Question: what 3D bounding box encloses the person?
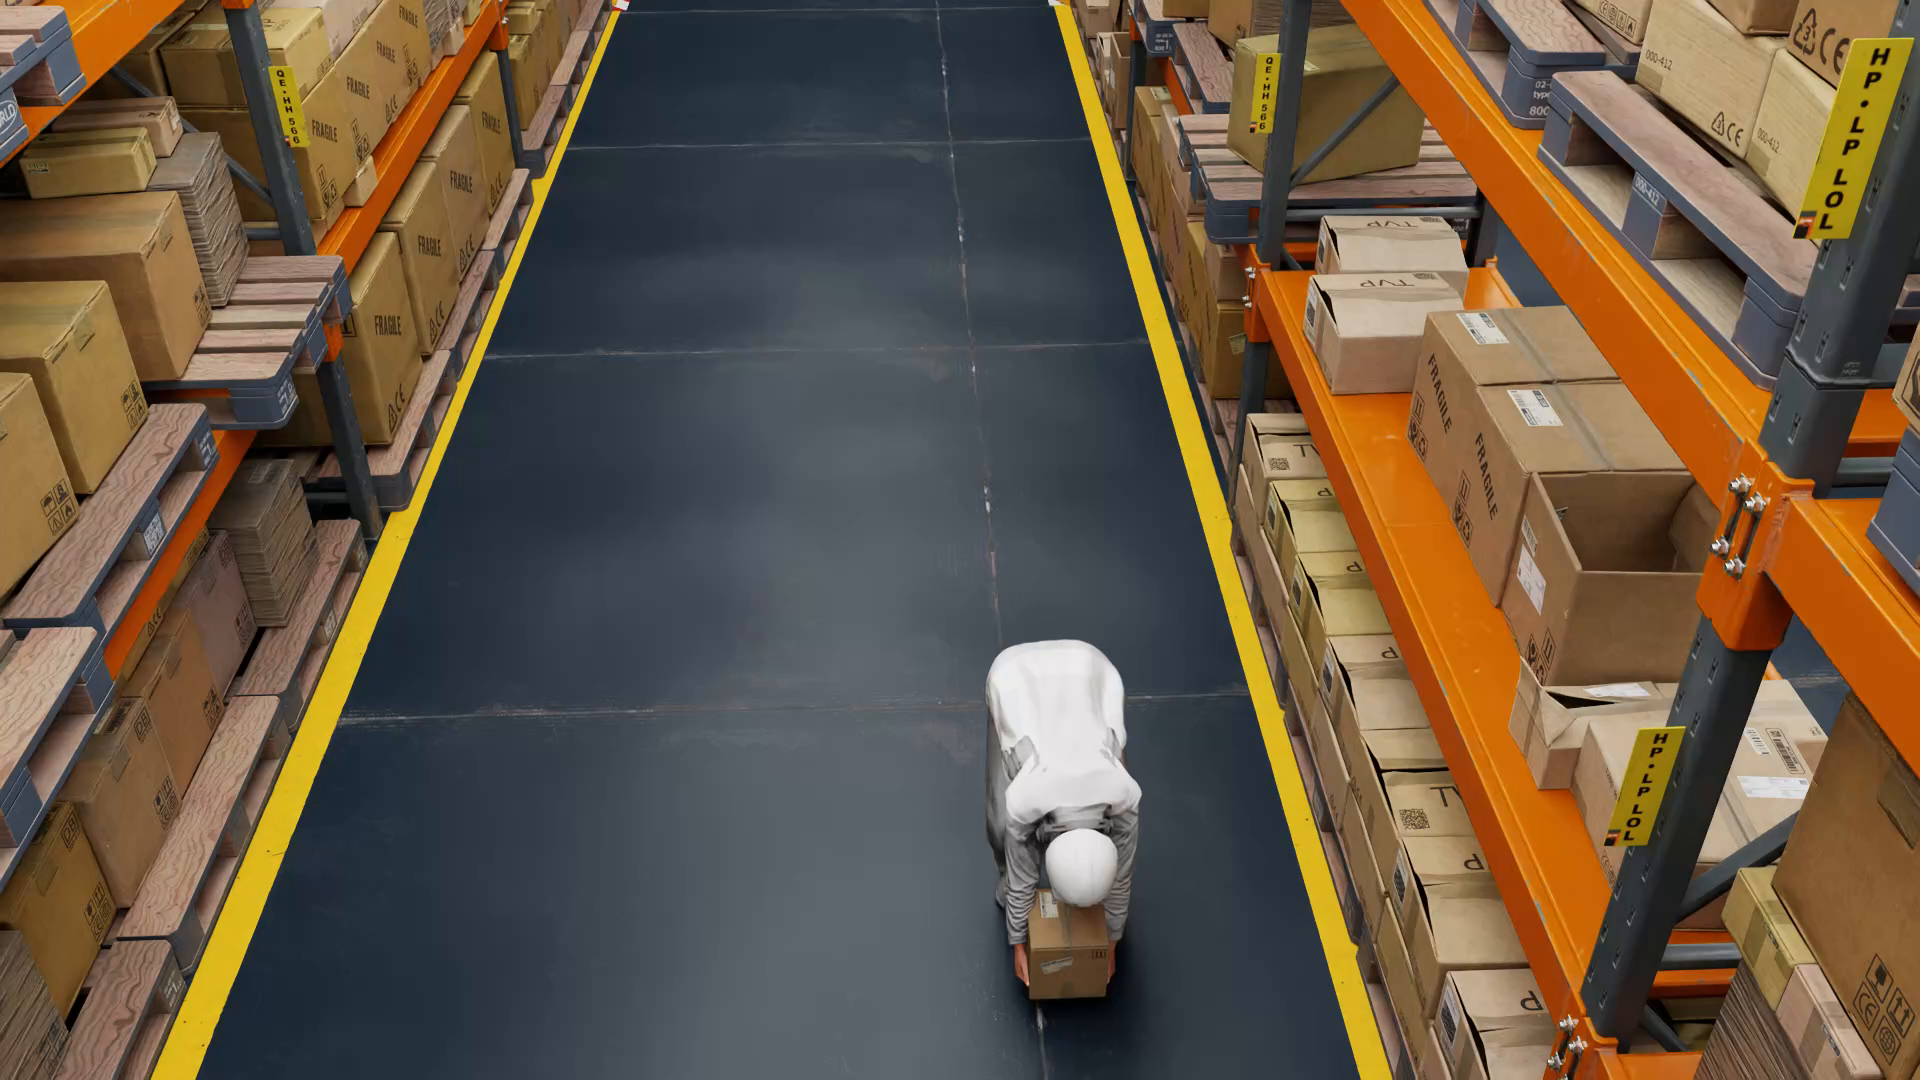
[{"bbox_3d":[0.345,0.918,5.449,0.497,1.041,1.005,-3,35,-4],"label":"person"}]
